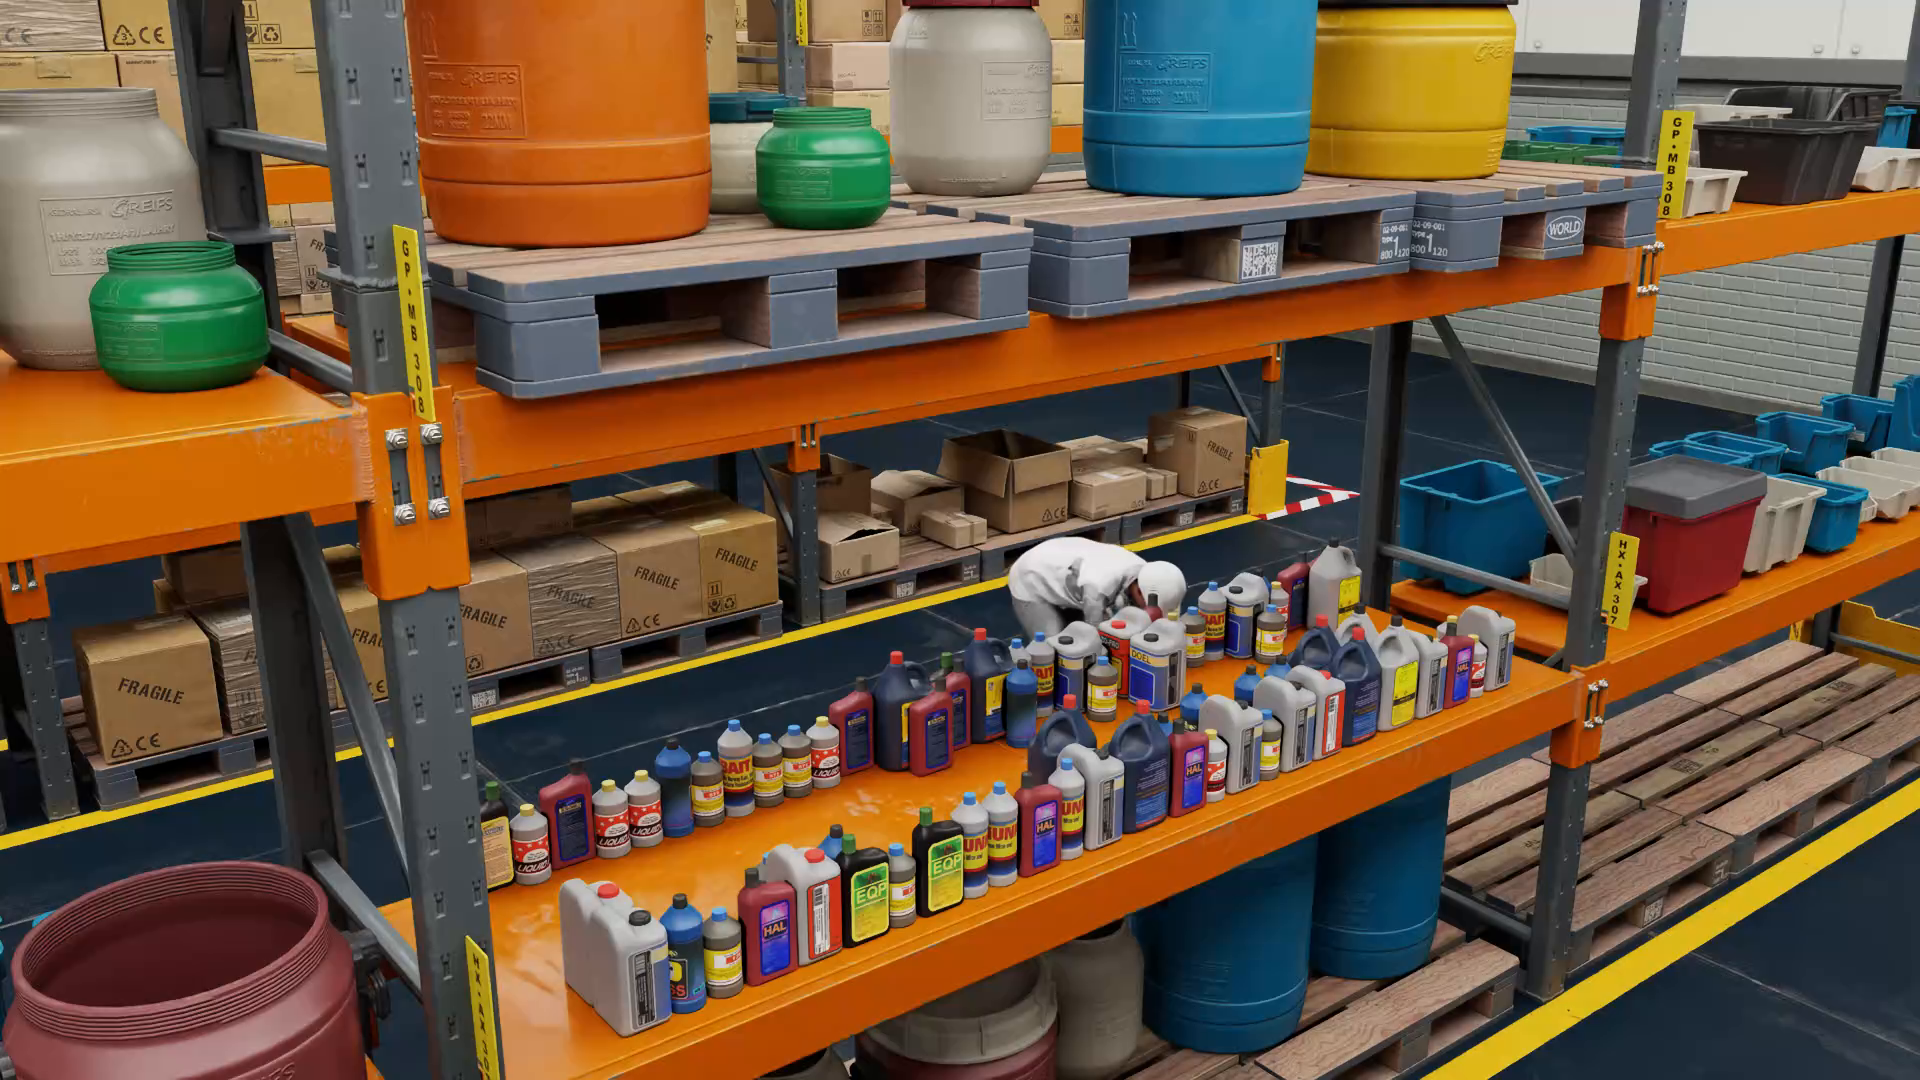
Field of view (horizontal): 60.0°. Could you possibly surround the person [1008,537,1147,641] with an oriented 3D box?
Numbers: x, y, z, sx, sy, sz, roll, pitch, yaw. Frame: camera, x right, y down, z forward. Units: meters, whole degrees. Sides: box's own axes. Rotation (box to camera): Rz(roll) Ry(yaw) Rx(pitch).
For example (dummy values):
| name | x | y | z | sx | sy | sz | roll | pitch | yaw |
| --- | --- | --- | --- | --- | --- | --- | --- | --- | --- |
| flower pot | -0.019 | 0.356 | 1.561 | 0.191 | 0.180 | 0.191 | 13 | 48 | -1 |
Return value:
| name | x | y | z | sx | sy | sz | roll | pitch | yaw |
| --- | --- | --- | --- | --- | --- | --- | --- | --- | --- |
| person | 0.593 | 0.469 | 8.126 | 0.494 | 0.989 | 0.772 | -15 | 23 | -39 |
